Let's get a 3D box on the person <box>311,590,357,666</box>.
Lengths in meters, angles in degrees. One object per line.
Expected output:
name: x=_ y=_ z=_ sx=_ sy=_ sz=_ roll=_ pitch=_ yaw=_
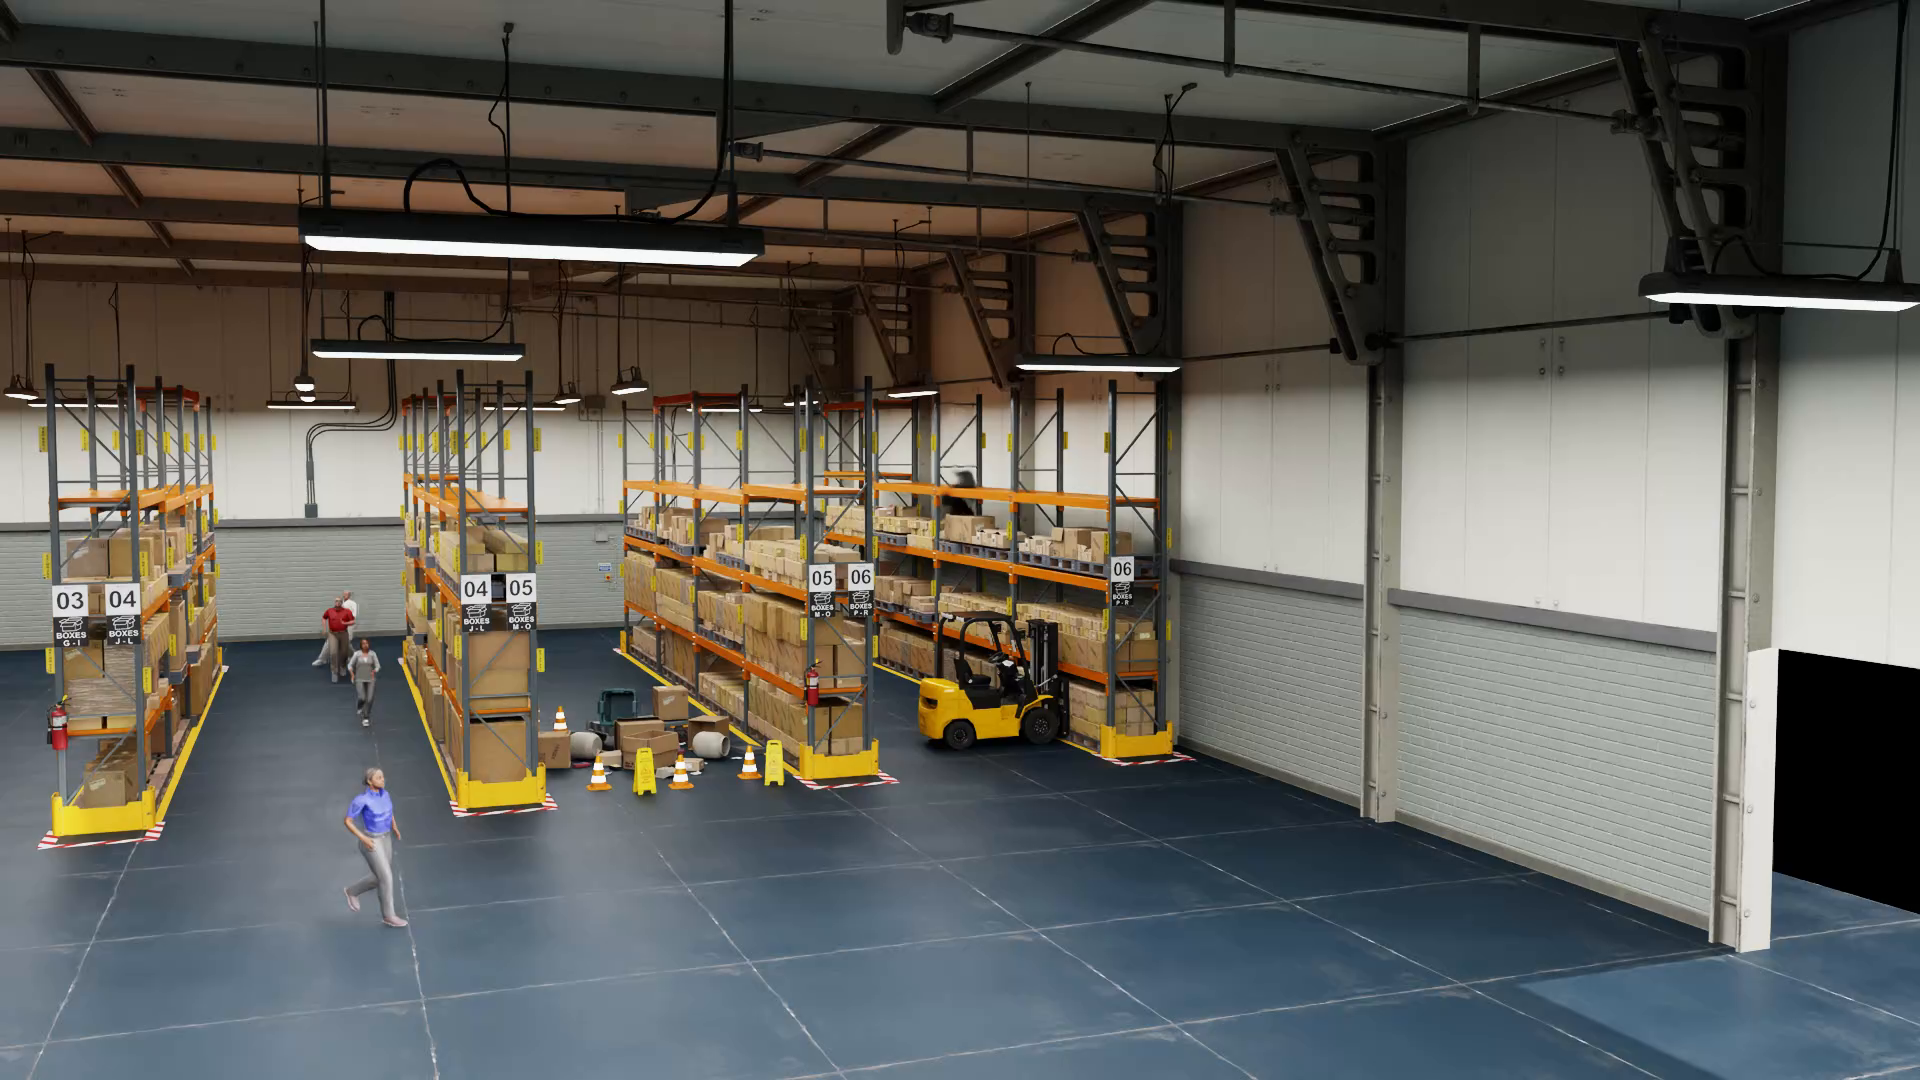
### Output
person: x=-13.911 y=1.959 z=37.372 sx=0.765 sy=1.665 sz=1.098 roll=2 pitch=4 yaw=28

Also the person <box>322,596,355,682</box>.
person: x=-13.124 y=2.065 z=35.137 sx=0.653 sy=1.748 sz=0.921 roll=-1 pitch=4 yaw=-22

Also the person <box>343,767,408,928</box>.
person: x=-6.103 y=3.175 z=17.287 sx=0.796 sy=1.648 sz=0.587 roll=1 pitch=3 yaw=17

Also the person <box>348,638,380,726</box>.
person: x=-10.515 y=2.511 z=29.396 sx=0.531 sy=1.553 sz=0.539 roll=-2 pitch=4 yaw=-27
